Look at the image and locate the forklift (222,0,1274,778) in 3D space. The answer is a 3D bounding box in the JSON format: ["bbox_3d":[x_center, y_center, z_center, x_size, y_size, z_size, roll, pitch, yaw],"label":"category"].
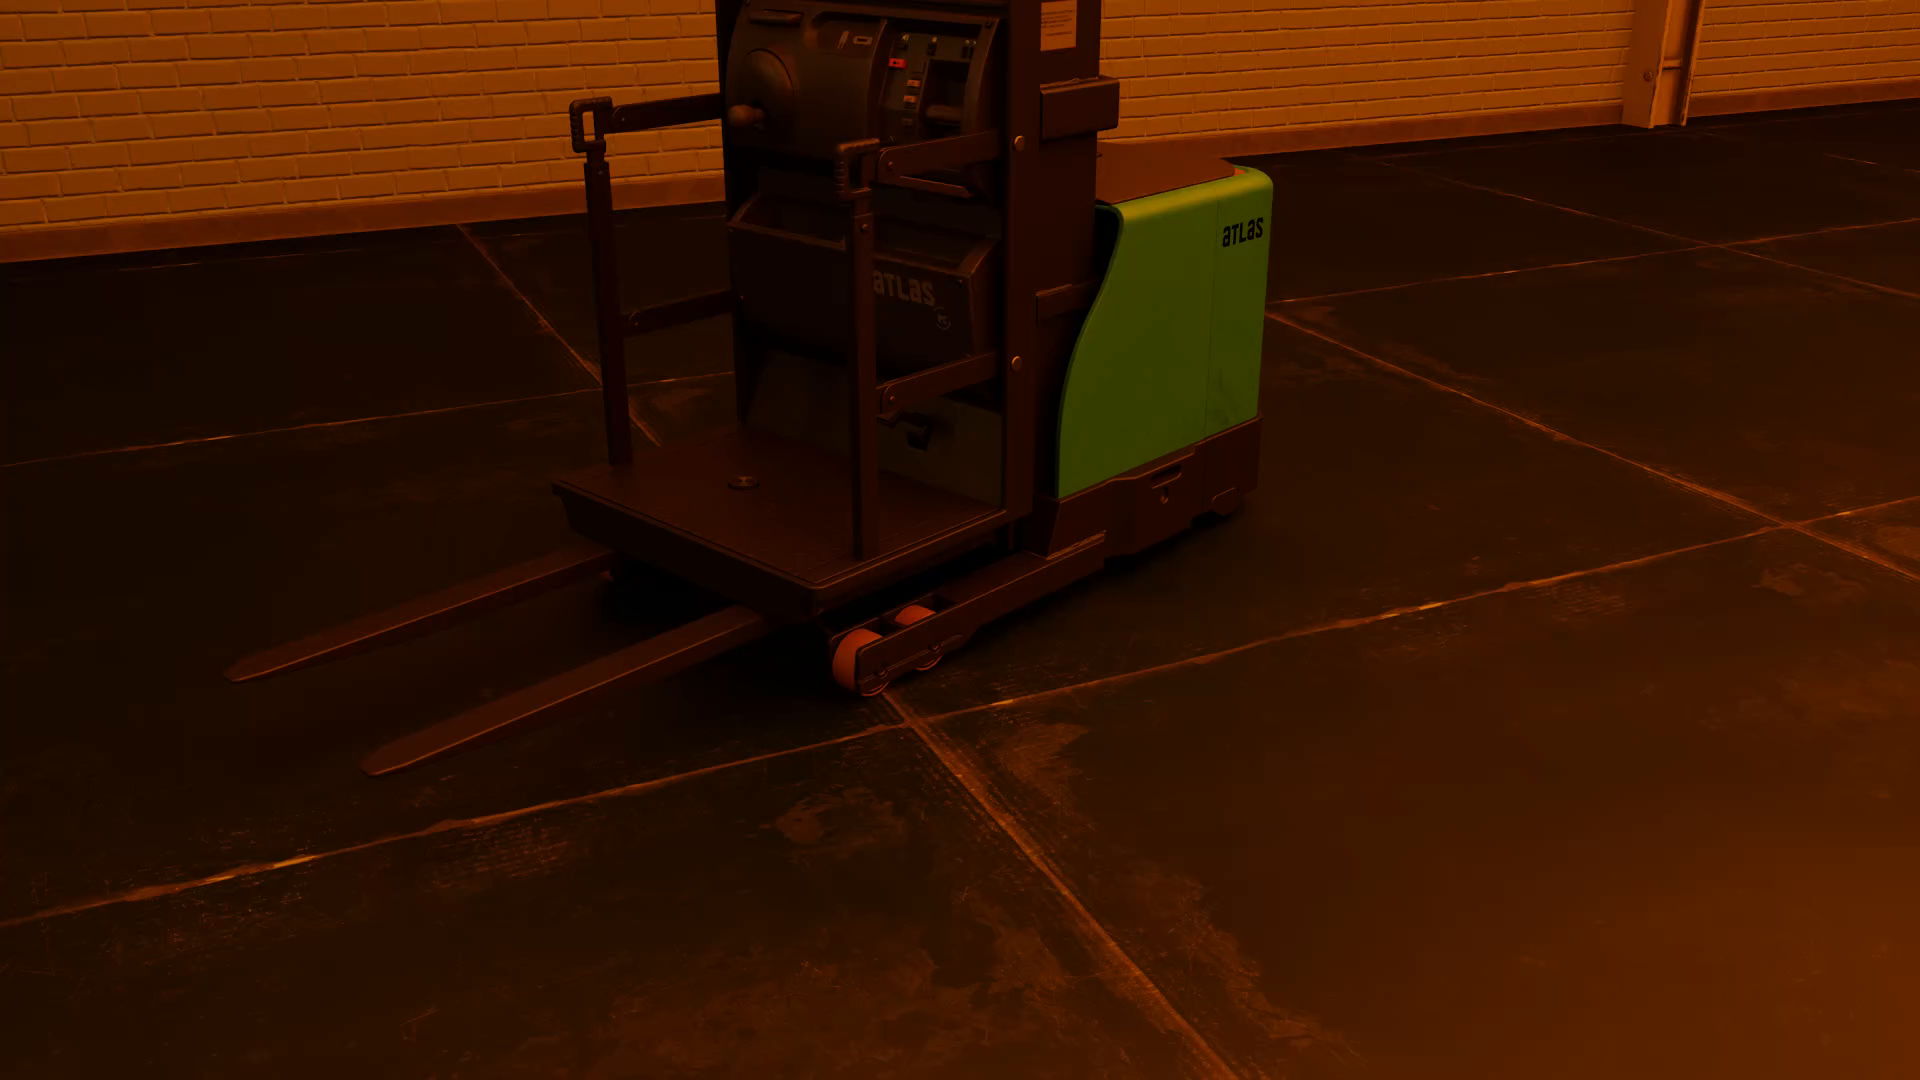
[{"bbox_3d":[-0.413,-1.182,4.131,1.130,2.935,3.031,19,29,39],"label":"forklift"}]
